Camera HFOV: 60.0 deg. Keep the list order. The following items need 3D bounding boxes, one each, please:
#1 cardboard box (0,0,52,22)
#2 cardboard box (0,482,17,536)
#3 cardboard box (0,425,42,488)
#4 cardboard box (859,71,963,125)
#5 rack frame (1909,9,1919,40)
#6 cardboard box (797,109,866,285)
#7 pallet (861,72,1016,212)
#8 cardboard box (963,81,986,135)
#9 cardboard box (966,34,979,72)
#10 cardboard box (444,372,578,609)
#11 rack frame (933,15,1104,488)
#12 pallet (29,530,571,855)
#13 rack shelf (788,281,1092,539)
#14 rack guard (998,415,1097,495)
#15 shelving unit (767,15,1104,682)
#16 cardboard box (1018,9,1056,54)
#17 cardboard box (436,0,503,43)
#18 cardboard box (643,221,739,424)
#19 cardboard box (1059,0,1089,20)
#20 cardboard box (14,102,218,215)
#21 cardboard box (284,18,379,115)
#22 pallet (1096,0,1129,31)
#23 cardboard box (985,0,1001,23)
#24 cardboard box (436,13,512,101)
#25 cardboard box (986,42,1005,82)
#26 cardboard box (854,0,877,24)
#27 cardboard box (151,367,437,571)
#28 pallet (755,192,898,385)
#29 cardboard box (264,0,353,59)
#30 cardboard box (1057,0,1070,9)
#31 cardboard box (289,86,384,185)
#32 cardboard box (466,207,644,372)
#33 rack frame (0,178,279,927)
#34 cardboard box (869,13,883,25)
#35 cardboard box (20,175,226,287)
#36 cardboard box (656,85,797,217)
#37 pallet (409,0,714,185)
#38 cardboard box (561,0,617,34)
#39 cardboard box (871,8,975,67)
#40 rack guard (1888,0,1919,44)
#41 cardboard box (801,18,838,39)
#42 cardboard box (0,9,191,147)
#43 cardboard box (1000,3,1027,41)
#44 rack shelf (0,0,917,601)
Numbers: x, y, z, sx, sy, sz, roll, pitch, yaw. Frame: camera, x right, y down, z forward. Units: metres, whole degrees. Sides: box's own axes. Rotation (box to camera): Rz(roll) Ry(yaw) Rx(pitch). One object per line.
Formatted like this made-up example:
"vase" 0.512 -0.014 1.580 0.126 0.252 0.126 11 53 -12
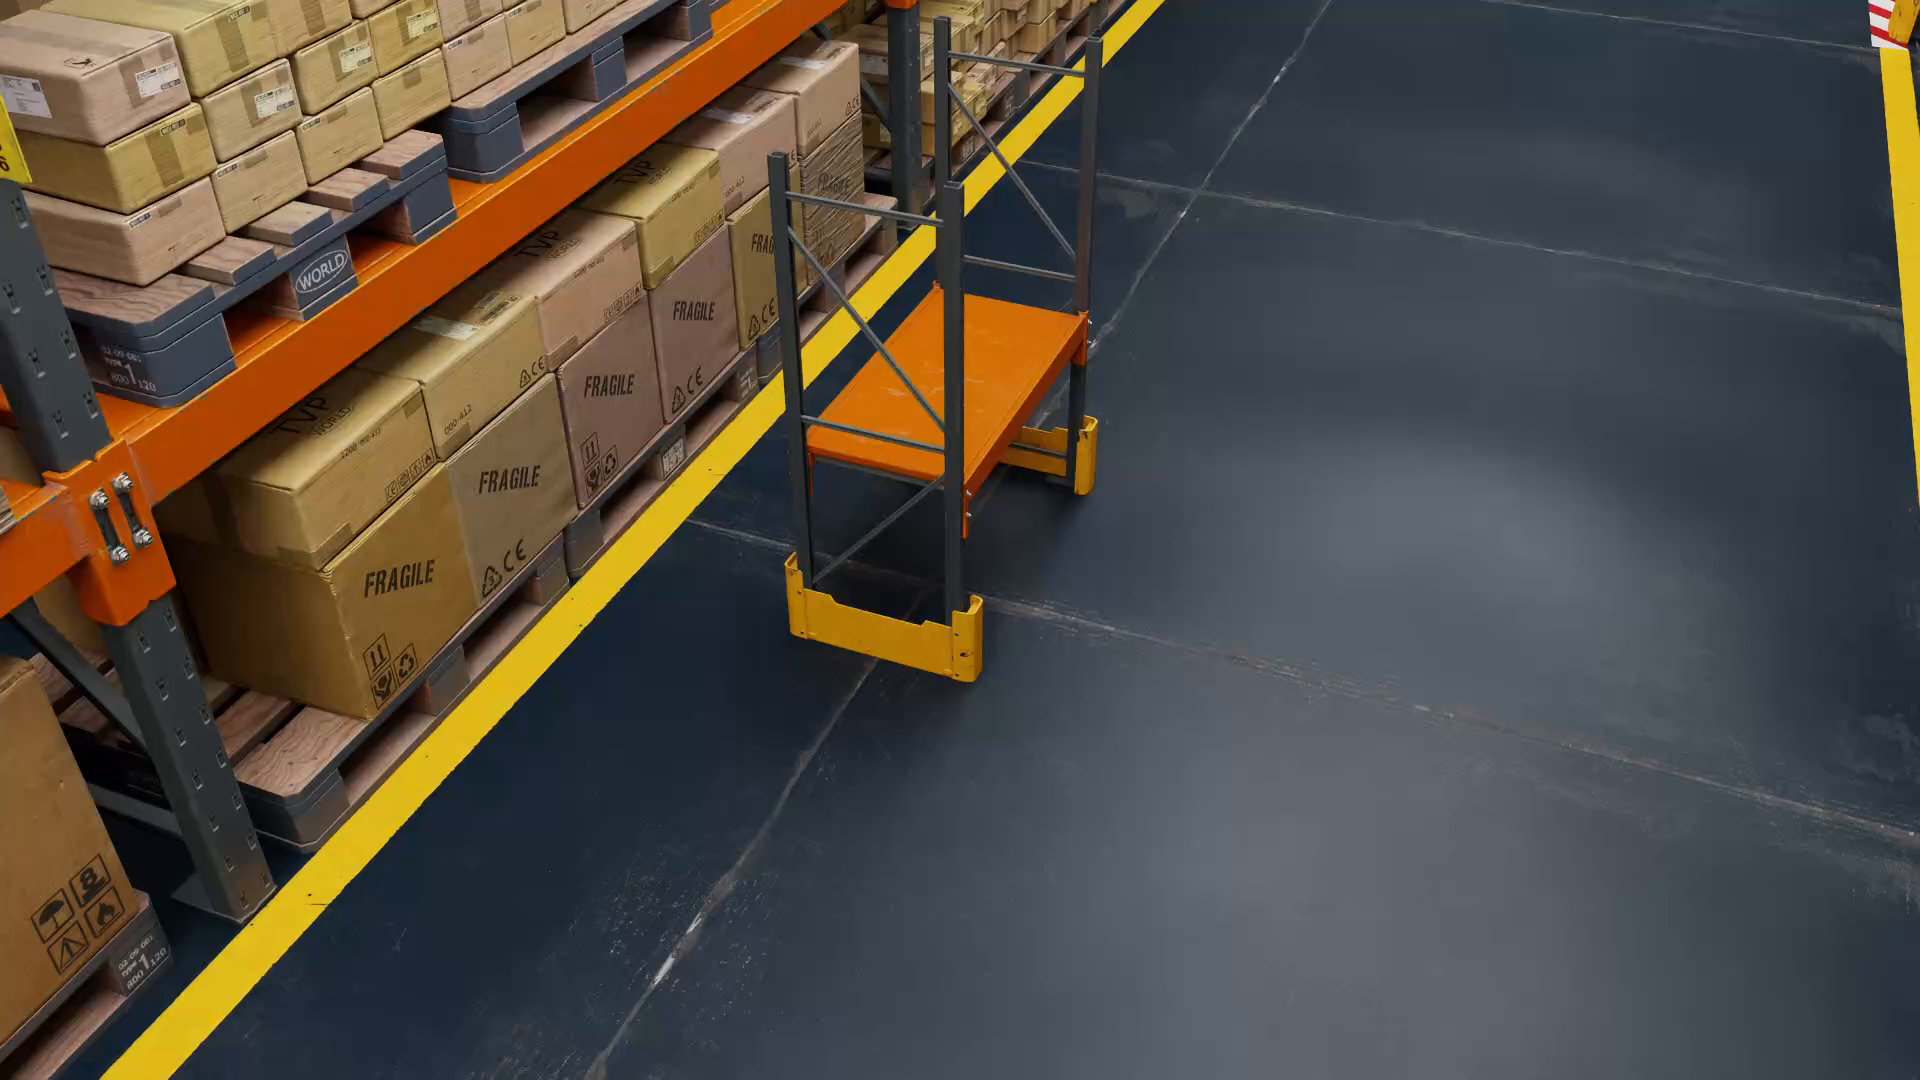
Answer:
"cardboard box" -2.304 -1.238 3.763 0.380 0.149 0.250 13 39 17
"cardboard box" -2.087 -0.147 2.858 0.500 0.500 0.500 14 39 18
"cardboard box" -2.146 -0.324 4.288 0.500 0.250 0.500 13 39 17
"cardboard box" -0.208 -1.906 7.076 0.380 0.149 0.250 16 40 20
"rack frame" 5.496 -3.775 7.796 1.000 3.000 0.127 14 39 18
"cardboard box" -0.690 -1.332 6.264 0.500 0.500 0.500 13 39 17
"pallet" -0.419 -1.895 7.610 1.003 0.211 1.213 14 39 18
"cardboard box" -0.105 -1.934 7.363 0.380 0.149 0.250 15 39 19
"cardboard box" -0.135 -2.209 7.482 0.380 0.149 0.250 14 39 17
"cardboard box" -1.471 -0.197 4.746 0.500 0.500 0.500 14 39 18
"rack frame" 0.161 -0.835 5.114 0.500 1.500 0.032 14 39 18
"pallet" -1.865 0.267 4.717 1.003 0.211 1.213 14 39 18
"rack shelf" -0.032 -0.409 4.845 0.538 0.185 1.000 14 39 18
"rack guard" 0.160 -0.334 5.488 0.587 0.250 0.087 14 39 18
"shelving unit" -0.029 -0.559 4.745 0.587 1.500 1.083 14 39 18
"cardboard box" 0.250 -2.515 8.139 0.380 0.149 0.250 13 39 17
"cardboard box" -1.403 -1.403 4.232 0.380 0.149 0.250 14 39 18
"cardboard box" -1.085 -0.765 5.506 0.500 0.500 0.500 13 39 17
"cardboard box" 0.445 -2.800 8.522 0.380 0.149 0.250 15 39 19
"cardboard box" -1.794 -0.826 3.461 0.380 0.149 0.250 16 40 20
"cardboard box" -1.594 -1.126 3.861 0.380 0.149 0.250 13 39 16
"pallet" 0.509 -3.246 9.417 1.003 0.211 1.213 14 39 18
"cardboard box" -0.031 -2.480 7.597 0.380 0.149 0.250 13 39 17
"cardboard box" -1.402 -1.283 4.320 0.380 0.149 0.250 15 39 19
"cardboard box" -0.008 -2.236 7.766 0.380 0.149 0.250 13 39 17
"cardboard box" -0.598 -2.443 7.547 0.380 0.149 0.250 13 39 17
"cardboard box" -1.677 -0.212 4.139 0.500 0.250 0.500 12 38 16
"pallet" -0.937 -1.084 6.524 1.003 0.211 1.213 14 39 18
"cardboard box" -1.611 -1.220 3.738 0.380 0.149 0.250 14 39 17
"cardboard box" 0.368 -2.761 8.220 0.380 0.149 0.250 14 39 18
"cardboard box" -1.602 -0.985 3.922 0.380 0.149 0.250 16 40 20
"cardboard box" -1.284 -0.764 4.877 0.500 0.250 0.500 14 39 18
"rack frame" -2.164 -0.418 3.303 1.000 3.000 0.127 14 39 18
"cardboard box" -0.453 -2.446 7.799 0.380 0.149 0.250 14 39 18
"cardboard box" -1.807 -0.687 3.523 0.380 0.149 0.250 13 39 17
"cardboard box" -0.899 -1.348 5.659 0.500 0.250 0.500 16 40 20
"pallet" -1.448 -1.446 4.840 1.003 0.211 1.213 14 39 18
"cardboard box" -1.204 -1.565 4.698 0.380 0.149 0.250 13 39 16
"cardboard box" -0.159 -2.180 7.194 0.380 0.149 0.250 16 40 20
"rack guard" 5.506 -2.787 8.562 1.175 0.500 0.348 14 39 18
"cardboard box" -0.747 -2.153 7.159 0.380 0.149 0.250 15 39 19
"cardboard box" -1.807 -0.938 3.361 0.380 0.149 0.250 14 39 18
"cardboard box" 0.097 -2.505 7.878 0.380 0.149 0.250 16 40 20
"rack shelf" -1.403 -1.237 5.000 1.077 0.370 4.000 14 39 18
